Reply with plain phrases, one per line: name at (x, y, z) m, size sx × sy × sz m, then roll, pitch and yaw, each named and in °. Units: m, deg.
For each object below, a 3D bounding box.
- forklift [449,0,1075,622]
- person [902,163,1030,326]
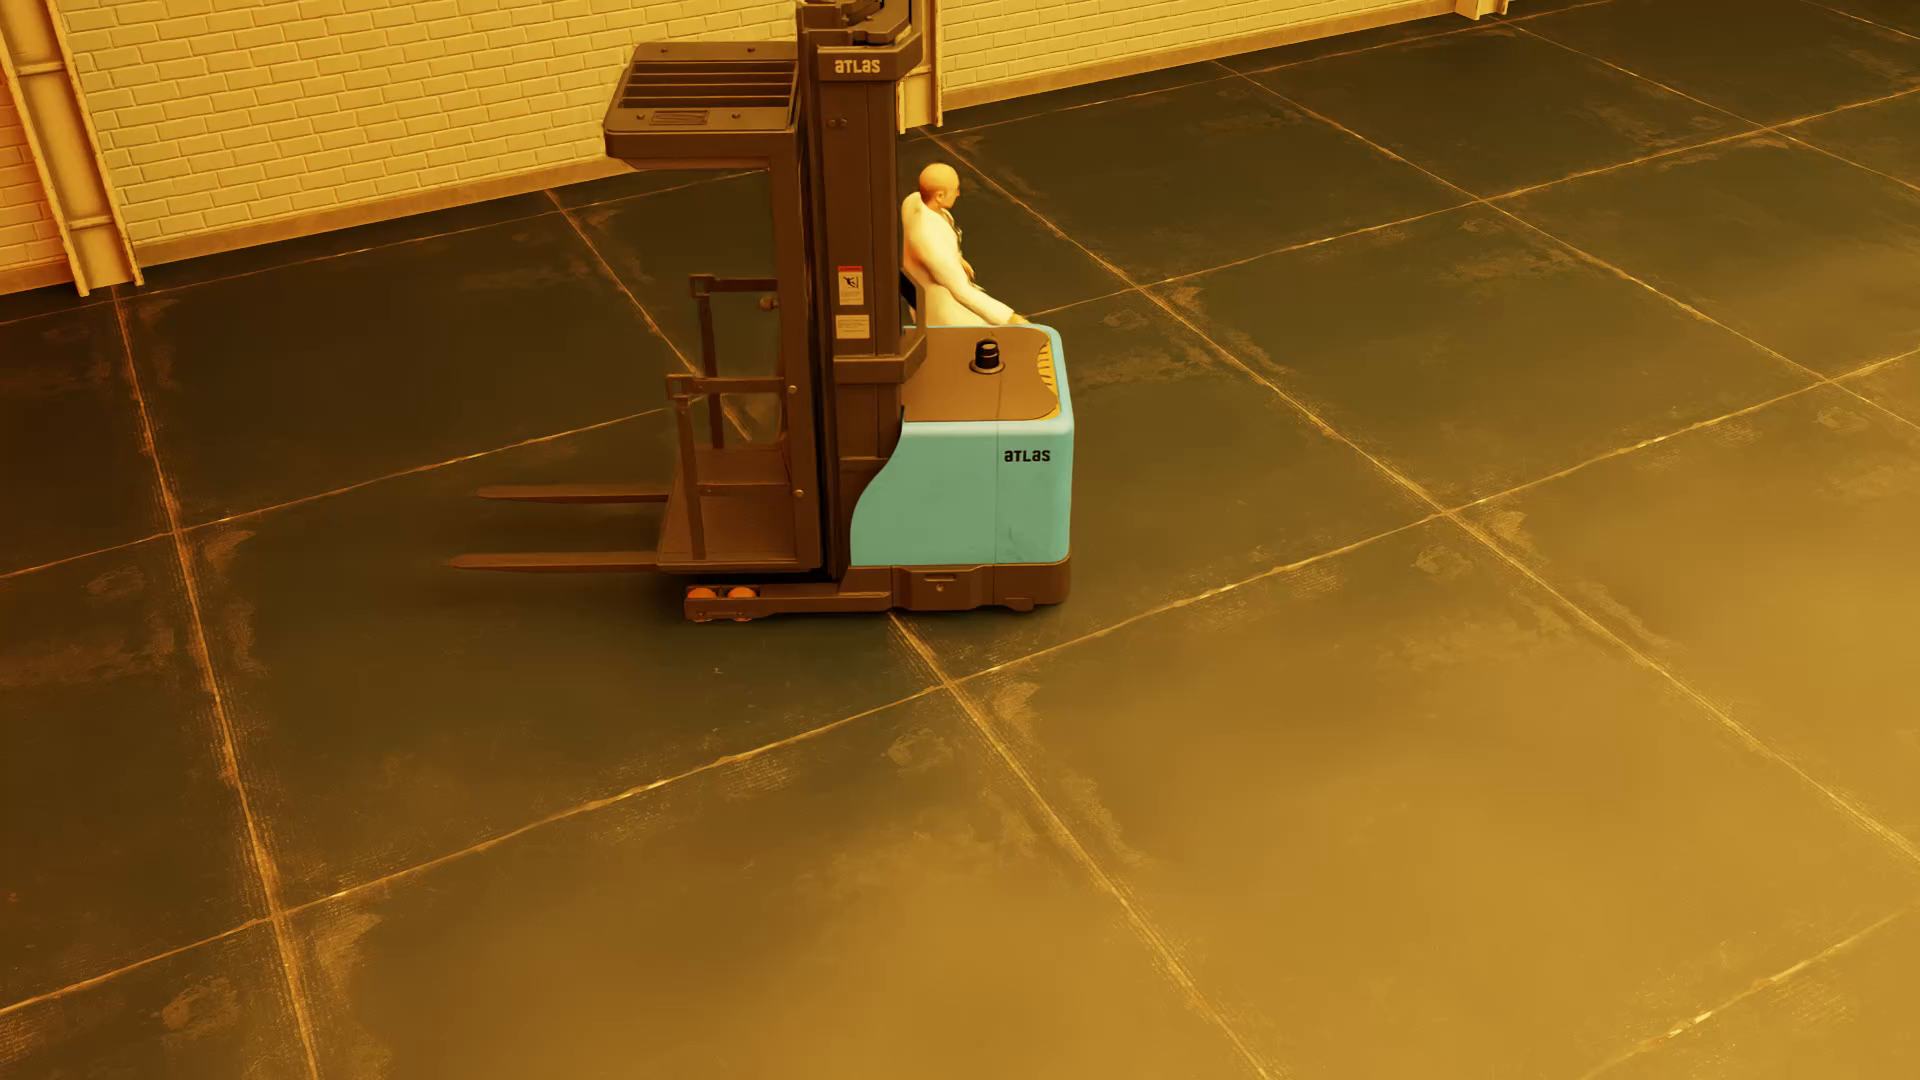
forklift at (-0.987, -1.107, 7.689) m, size 3.031 × 2.935 × 1.130 m, roll -1°, pitch 35°, yaw -1°
person at (0.024, -1.310, 9.113) m, size 0.649 × 1.635 × 0.830 m, roll -5°, pitch 36°, yaw -7°
